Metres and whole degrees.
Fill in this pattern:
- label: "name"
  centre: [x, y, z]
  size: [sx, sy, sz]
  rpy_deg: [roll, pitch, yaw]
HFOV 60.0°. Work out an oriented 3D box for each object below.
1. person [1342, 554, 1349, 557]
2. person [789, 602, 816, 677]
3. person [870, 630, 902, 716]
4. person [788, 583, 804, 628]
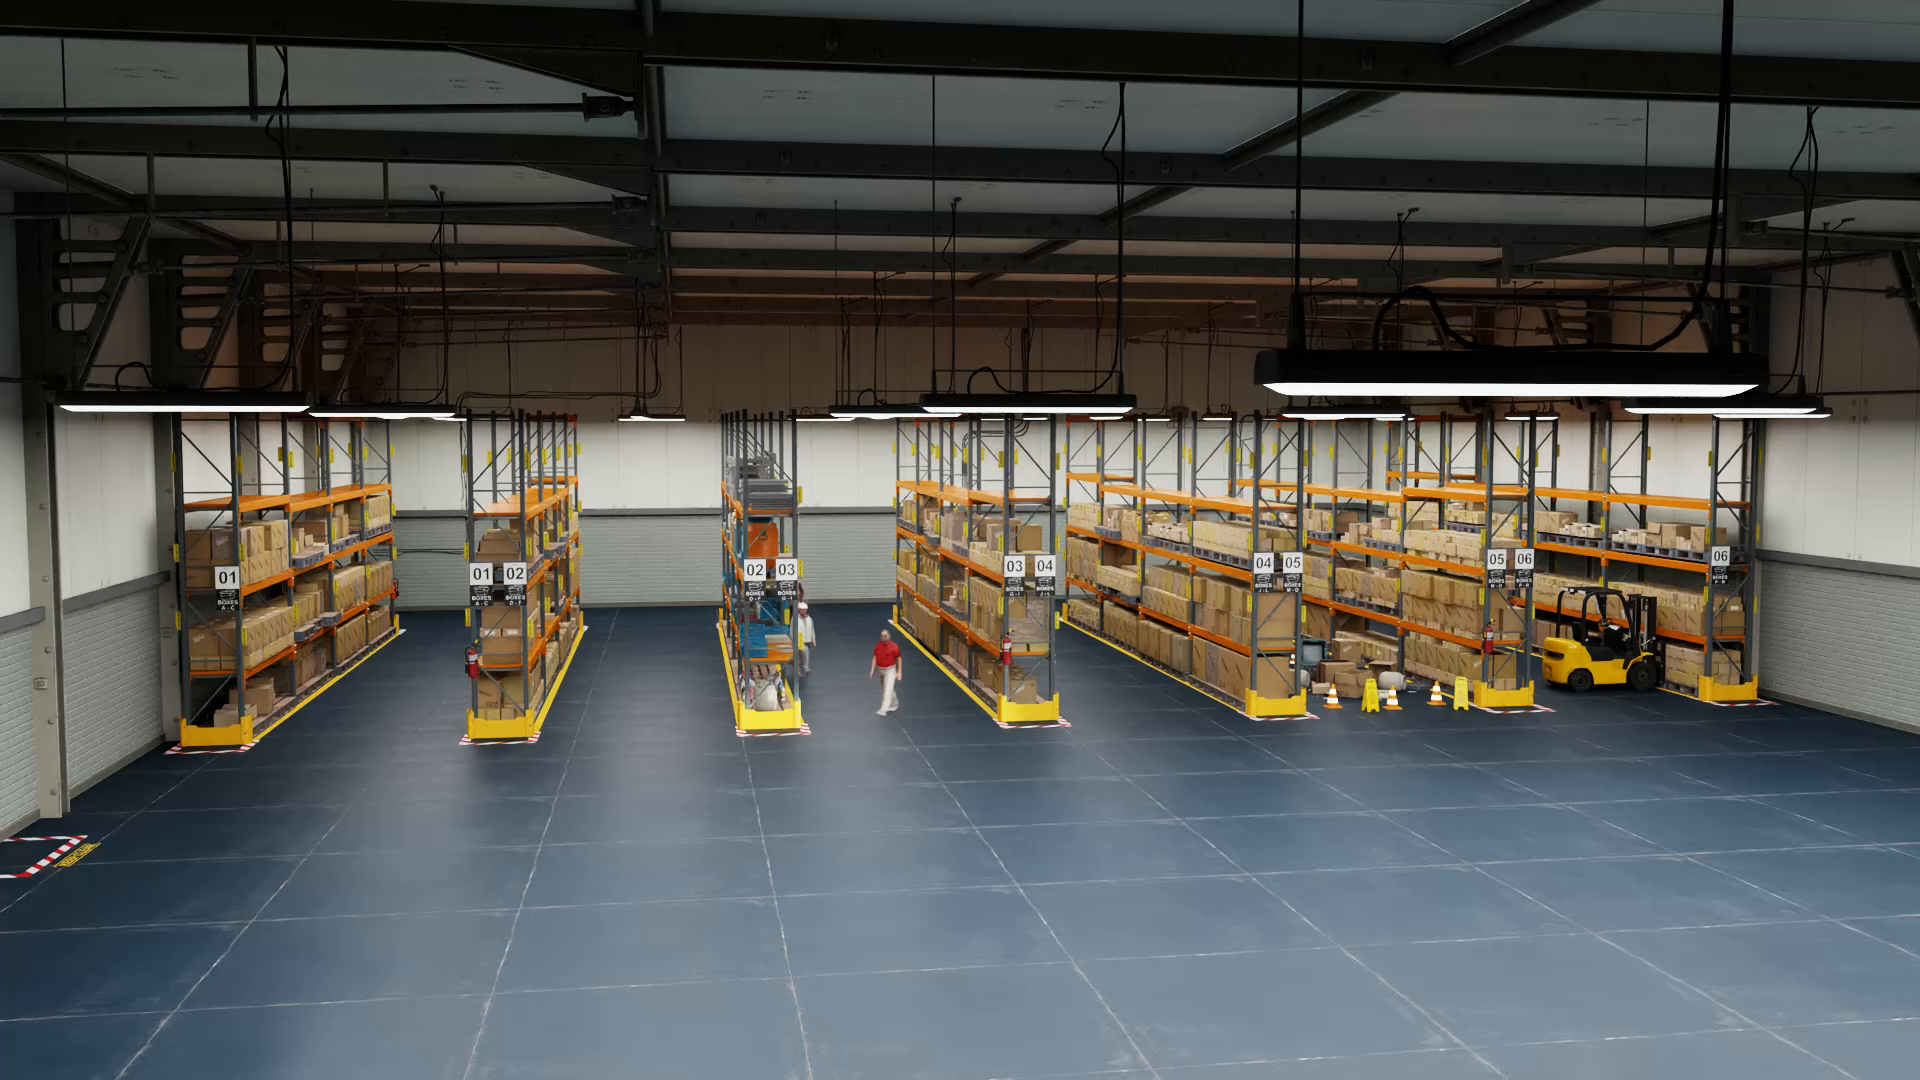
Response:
- label: "person"
  centre: [12.100, 1.261, 52.027]
  size: [0.933, 1.643, 0.481]
  rpy_deg: [-1, 4, -17]
- label: "person"
  centre: [-3.470, 2.253, 37.067]
  size: [0.589, 1.713, 1.154]
  rpy_deg: [-3, 5, -39]
- label: "person"
  centre: [-1.465, 2.591, 32.674]
  size: [0.578, 1.651, 1.109]
  rpy_deg: [3, 5, 37]
- label: "person"
  centre: [-4.596, 1.744, 45.118]
  size: [0.721, 1.686, 0.659]
  rpy_deg: [0, 4, -2]
